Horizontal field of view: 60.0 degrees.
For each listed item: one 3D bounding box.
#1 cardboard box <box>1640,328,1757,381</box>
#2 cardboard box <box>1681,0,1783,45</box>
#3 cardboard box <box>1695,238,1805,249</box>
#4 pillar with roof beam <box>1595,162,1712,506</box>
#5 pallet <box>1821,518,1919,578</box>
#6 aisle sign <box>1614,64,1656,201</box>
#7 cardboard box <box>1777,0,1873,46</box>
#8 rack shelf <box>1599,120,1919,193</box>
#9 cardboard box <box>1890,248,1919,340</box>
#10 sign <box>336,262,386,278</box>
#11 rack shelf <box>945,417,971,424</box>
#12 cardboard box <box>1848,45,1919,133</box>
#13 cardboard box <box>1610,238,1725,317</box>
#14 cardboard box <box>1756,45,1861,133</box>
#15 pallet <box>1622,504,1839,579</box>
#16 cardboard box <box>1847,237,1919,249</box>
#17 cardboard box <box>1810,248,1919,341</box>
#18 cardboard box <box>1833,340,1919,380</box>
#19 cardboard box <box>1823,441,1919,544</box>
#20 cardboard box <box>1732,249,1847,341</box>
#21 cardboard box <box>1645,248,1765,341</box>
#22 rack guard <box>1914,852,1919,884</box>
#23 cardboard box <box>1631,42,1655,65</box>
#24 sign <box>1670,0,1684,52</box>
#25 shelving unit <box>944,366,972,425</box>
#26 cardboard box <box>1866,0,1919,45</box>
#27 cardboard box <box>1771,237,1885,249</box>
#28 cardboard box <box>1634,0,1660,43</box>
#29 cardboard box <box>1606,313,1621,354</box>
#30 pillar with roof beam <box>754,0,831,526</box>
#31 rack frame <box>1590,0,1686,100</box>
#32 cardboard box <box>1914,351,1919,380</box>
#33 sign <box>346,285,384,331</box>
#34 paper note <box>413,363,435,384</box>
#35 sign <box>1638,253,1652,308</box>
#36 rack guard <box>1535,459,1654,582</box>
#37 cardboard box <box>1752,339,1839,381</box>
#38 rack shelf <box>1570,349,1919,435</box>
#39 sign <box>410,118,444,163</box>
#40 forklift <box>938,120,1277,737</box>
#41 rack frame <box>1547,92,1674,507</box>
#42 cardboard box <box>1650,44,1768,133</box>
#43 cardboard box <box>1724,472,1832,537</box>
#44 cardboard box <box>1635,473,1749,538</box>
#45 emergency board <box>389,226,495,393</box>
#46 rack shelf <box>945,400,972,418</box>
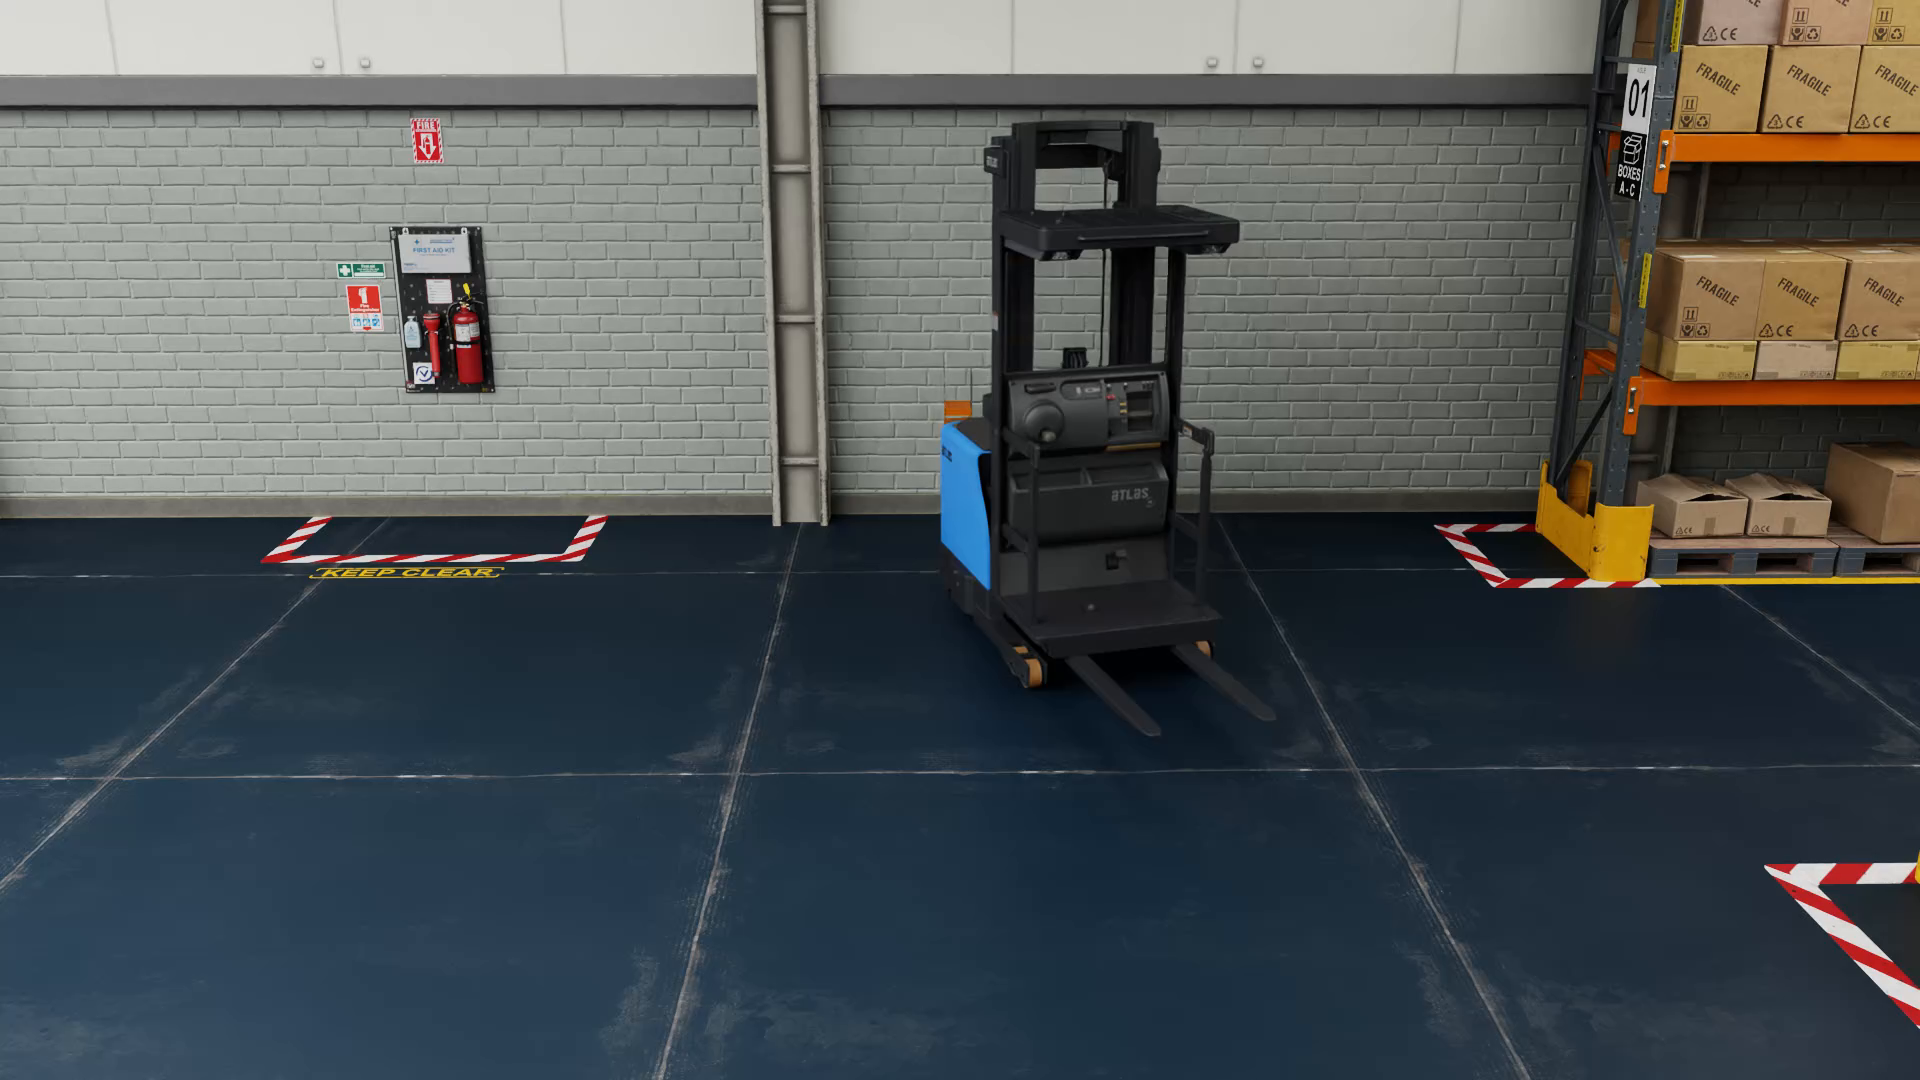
[{"bbox_3d":[4.667,-1.182,10.534,0.500,0.250,0.500,-1,18,-2],"label":"cardboard box"},{"bbox_3d":[4.563,-3.228,9.955,0.500,0.500,0.500,-2,18,-5],"label":"cardboard box"},{"bbox_3d":[5.146,-1.700,10.923,0.500,0.500,0.500,0,18,0],"label":"cardboard box"},{"bbox_3d":[4.929,-3.148,6.629,0.400,9.000,9.100,0,18,-1],"label":"pillar with roof beam"},{"bbox_3d":[6.280,-0.009,11.231,1.213,0.211,1.003,0,18,-1],"label":"pallet"},{"bbox_3d":[4.107,-2.484,10.126,0.004,0.787,0.394,0,18,-1],"label":"aisle sign"},{"bbox_3d":[5.066,-3.215,9.914,0.500,0.500,0.500,0,18,-1],"label":"cardboard box"},{"bbox_3d":[6.174,-2.434,10.491,4.000,0.370,1.077,0,18,-1],"label":"rack shelf"},{"bbox_3d":[6.183,-1.550,10.455,0.500,0.500,0.500,0,18,1],"label":"cardboard box"},{"bbox_3d":[-4.160,-1.872,11.548,0.331,0.109,0.001,0,18,-1],"label":"sign"},{"bbox_3d":[-0.014,-0.757,11.304,0.180,0.103,0.258,0,18,-1],"label":"rack shelf"},{"bbox_3d":[5.569,-2.745,10.086,0.500,0.500,0.500,1,18,2],"label":"cardboard box"},{"bbox_3d":[4.642,-1.701,10.924,0.500,0.500,0.500,0,18,-1],"label":"cardboard box"},{"bbox_3d":[5.050,-2.741,10.074,0.500,0.500,0.500,1,18,3],"label":"cardboard box"},{"bbox_3d":[5.063,-0.004,11.215,1.213,0.211,1.003,0,18,-1],"label":"pallet"},{"bbox_3d":[6.166,-1.707,10.942,0.500,0.500,0.500,0,18,0],"label":"cardboard box"},{"bbox_3d":[5.667,-1.544,10.436,0.500,0.500,0.500,-1,18,-3],"label":"cardboard box"},{"bbox_3d":[5.696,-1.190,10.558,0.500,0.250,0.500,-1,18,-2],"label":"cardboard box"},{"bbox_3d":[6.172,-0.325,11.021,0.500,0.500,0.700,-1,18,-4],"label":"cardboard box"},{"bbox_3d":[5.151,-1.544,10.434,0.500,0.500,0.500,0,18,-1],"label":"cardboard box"},{"bbox_3d":[4.656,-1.544,10.436,0.500,0.500,0.500,0,18,-1],"label":"cardboard box"},{"bbox_3d":[4.232,1.365,6.475,0.348,0.500,1.175,0,18,-1],"label":"rack guard"},{"bbox_3d":[4.588,-2.903,10.580,0.500,0.500,0.500,1,18,3],"label":"cardboard box"},{"bbox_3d":[4.183,-3.017,9.701,0.005,0.325,0.100,0,18,-1],"label":"sign"},{"bbox_3d":[-0.014,-0.571,11.364,0.189,1.200,0.258,0,18,-1],"label":"shelving unit"},{"bbox_3d":[5.578,-3.221,9.933,0.500,0.500,0.500,0,18,1],"label":"cardboard box"},{"bbox_3d":[5.663,-1.704,10.934,0.500,0.500,0.500,-1,18,-2],"label":"cardboard box"},{"bbox_3d":[4.601,-3.382,10.436,0.500,0.500,0.500,1,18,2],"label":"cardboard box"},{"bbox_3d":[4.639,-1.338,11.021,0.500,0.250,0.500,0,18,0],"label":"cardboard box"},{"bbox_3d":[-1.071,-3.119,6.538,0.400,9.000,9.100,0,18,-1],"label":"pillar with roof beam"},{"bbox_3d":[4.174,-4.195,9.893,0.127,3.000,1.000,0,18,-1],"label":"rack frame"},{"bbox_3d":[6.201,-1.191,10.563,0.500,0.250,0.500,0,18,0],"label":"cardboard box"},{"bbox_3d":[-4.165,-1.623,11.637,0.234,0.329,0.001,0,18,-1],"label":"sign"},{"bbox_3d":[-3.788,-1.178,11.750,0.142,0.148,0.016,0,18,-1],"label":"paper note"},{"bbox_3d":[4.183,-1.585,10.161,0.005,0.325,0.100,0,18,-1],"label":"sign"},{"bbox_3d":[4.250,-0.149,11.193,0.348,0.500,1.175,0,18,-1],"label":"rack guard"},{"bbox_3d":[5.186,-1.189,10.556,0.500,0.250,0.500,-1,18,-3],"label":"cardboard box"},{"bbox_3d":[6.174,-1.006,10.950,4.000,0.370,1.077,0,18,-1],"label":"rack shelf"},{"bbox_3d":[-3.620,-2.711,11.293,0.199,0.298,0.001,0,18,-1],"label":"sign"},{"bbox_3d":[0.782,-0.723,9.003,1.130,2.935,3.031,-5,19,-16],"label":"forklift"},{"bbox_3d":[4.174,-1.339,10.810,0.127,3.000,1.000,0,18,-1],"label":"rack frame"},{"bbox_3d":[4.513,-2.749,10.100,0.500,0.500,0.500,0,18,1],"label":"cardboard box"},{"bbox_3d":[5.438,-0.246,11.086,0.500,0.311,0.500,1,18,4],"label":"cardboard box"},{"bbox_3d":[4.868,-0.244,11.078,0.500,0.311,0.500,-2,18,-7],"label":"cardboard box"},{"bbox_3d":[-3.610,-1.577,11.553,0.643,1.169,0.194,0,18,-1],"label":"emergency board"},{"bbox_3d":[-0.014,-0.872,11.268,0.180,0.103,0.258,0,18,-1],"label":"rack shelf"}]
